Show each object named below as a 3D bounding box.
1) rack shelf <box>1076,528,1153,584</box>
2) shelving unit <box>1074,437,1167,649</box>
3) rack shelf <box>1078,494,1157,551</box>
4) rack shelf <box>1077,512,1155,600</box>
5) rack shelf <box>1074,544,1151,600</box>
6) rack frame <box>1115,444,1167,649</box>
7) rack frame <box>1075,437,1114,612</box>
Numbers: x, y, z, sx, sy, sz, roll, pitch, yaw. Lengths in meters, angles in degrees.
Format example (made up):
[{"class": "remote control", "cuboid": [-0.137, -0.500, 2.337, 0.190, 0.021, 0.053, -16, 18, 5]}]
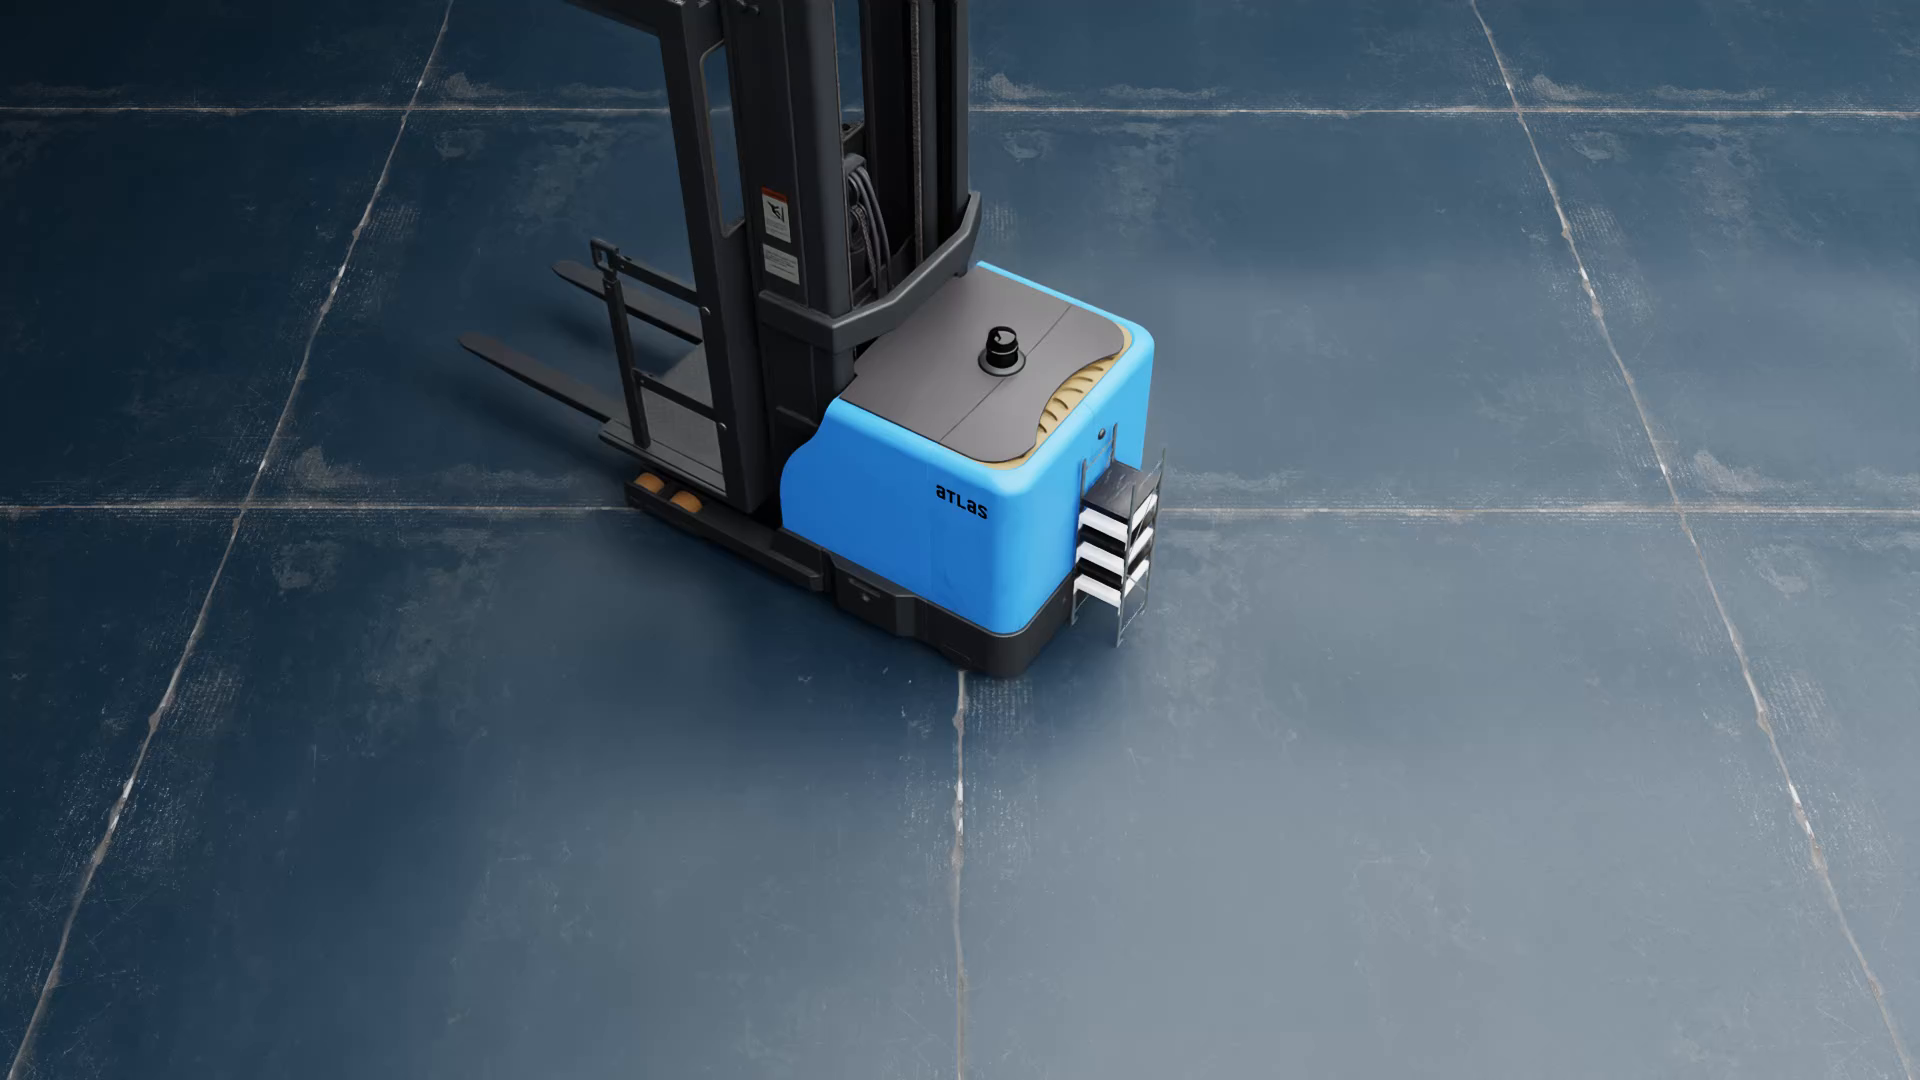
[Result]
[{"class": "rack shelf", "cuboid": [0.585, 0.021, 6.242, 0.200, 0.077, 0.258, 26, 52, 22]}, {"class": "shelving unit", "cuboid": [0.586, -0.001, 6.217, 0.208, 0.900, 0.258, 26, 52, 22]}, {"class": "rack shelf", "cuboid": [0.585, -0.101, 6.110, 0.200, 0.077, 0.258, 26, 52, 22]}, {"class": "rack shelf", "cuboid": [0.585, 0.033, 6.254, 0.190, 0.281, 0.221, 26, 52, 22]}, {"class": "rack shelf", "cuboid": [0.585, 0.082, 6.308, 0.200, 0.077, 0.258, 26, 52, 22]}, {"class": "rack frame", "cuboid": [0.670, 0.039, 6.179, 0.006, 0.900, 0.240, 26, 52, 22]}, {"class": "rack frame", "cuboid": [0.500, -0.042, 6.255, 0.003, 0.785, 0.228, 26, 52, 22]}]
